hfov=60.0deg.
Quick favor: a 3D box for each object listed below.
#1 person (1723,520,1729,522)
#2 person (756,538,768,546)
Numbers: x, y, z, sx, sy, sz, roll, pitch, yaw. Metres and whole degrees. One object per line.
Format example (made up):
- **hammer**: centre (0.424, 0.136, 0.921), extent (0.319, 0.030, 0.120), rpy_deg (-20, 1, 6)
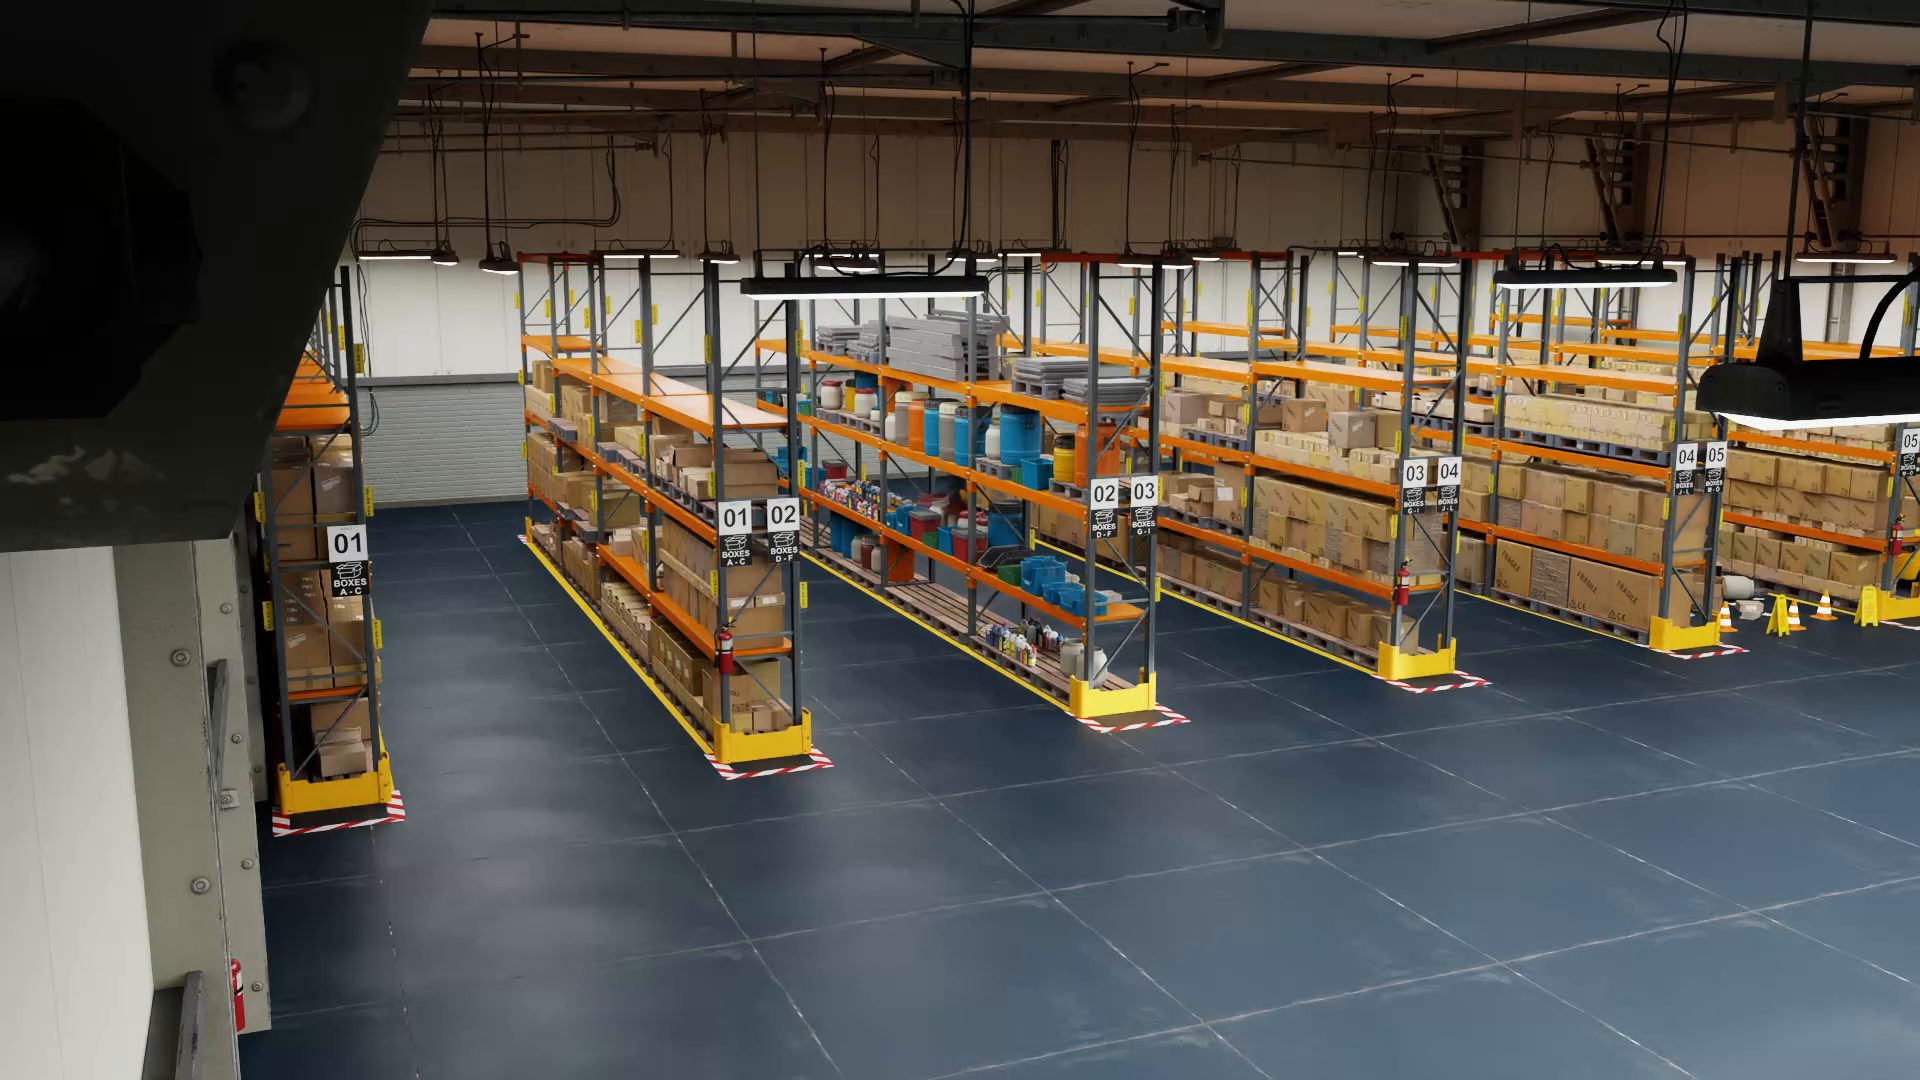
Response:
- **person**: centre (15.623, -0.650, 33.786), extent (0.641, 1.728, 0.730), rpy_deg (-7, 13, -35)
- **person**: centre (-3.639, 0.061, 30.048), extent (0.710, 1.670, 0.924), rpy_deg (-7, 12, -34)
